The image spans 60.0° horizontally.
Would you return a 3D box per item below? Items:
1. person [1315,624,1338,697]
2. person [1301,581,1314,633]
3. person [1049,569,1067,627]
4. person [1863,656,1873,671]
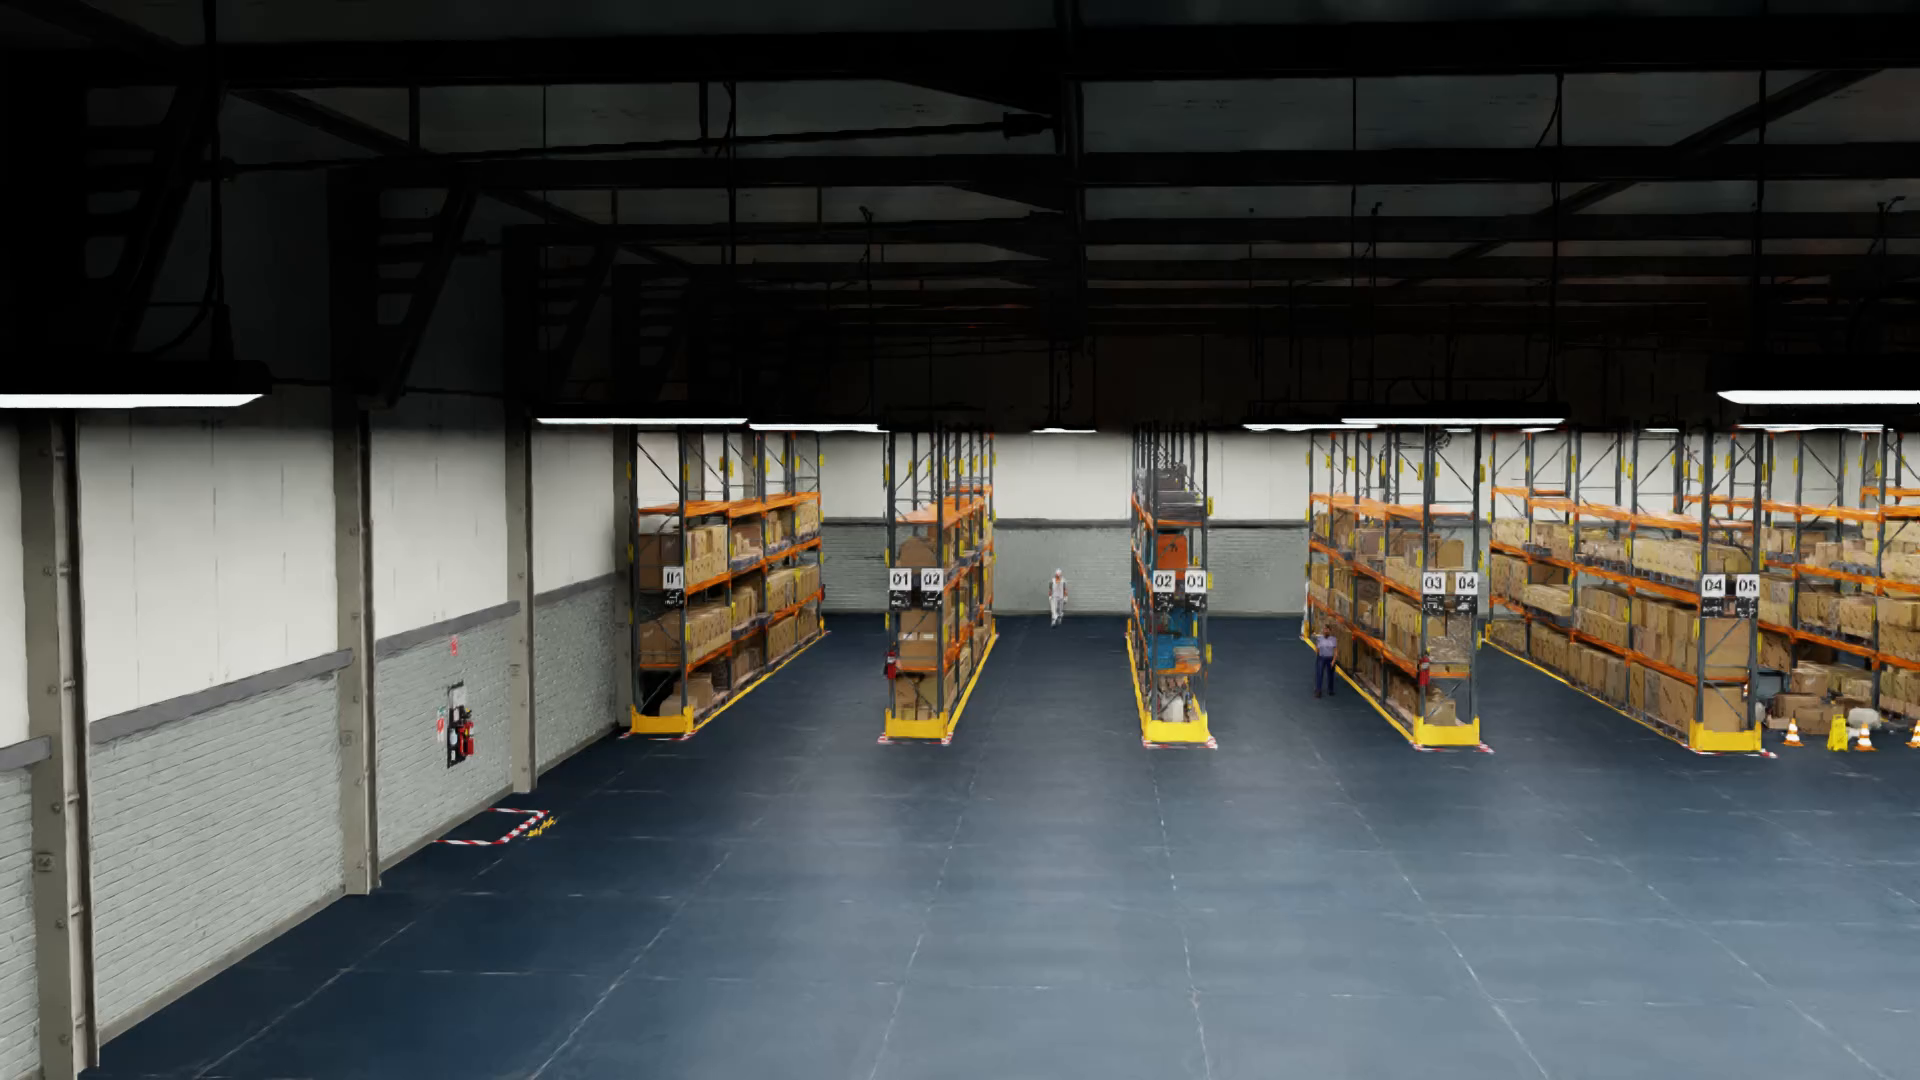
[{"bbox_3d":[7.999,2.665,36.268,0.478,1.496,0.995,1,4,14],"label":"person"},{"bbox_3d":[10.158,1.791,47.890,0.578,1.773,0.766,3,5,39],"label":"person"},{"bbox_3d":[2.936,1.707,49.748,0.550,1.709,1.128,0,4,2],"label":"person"},{"bbox_3d":[21.541,2.352,39.441,0.580,1.721,0.655,3,4,35],"label":"person"}]
